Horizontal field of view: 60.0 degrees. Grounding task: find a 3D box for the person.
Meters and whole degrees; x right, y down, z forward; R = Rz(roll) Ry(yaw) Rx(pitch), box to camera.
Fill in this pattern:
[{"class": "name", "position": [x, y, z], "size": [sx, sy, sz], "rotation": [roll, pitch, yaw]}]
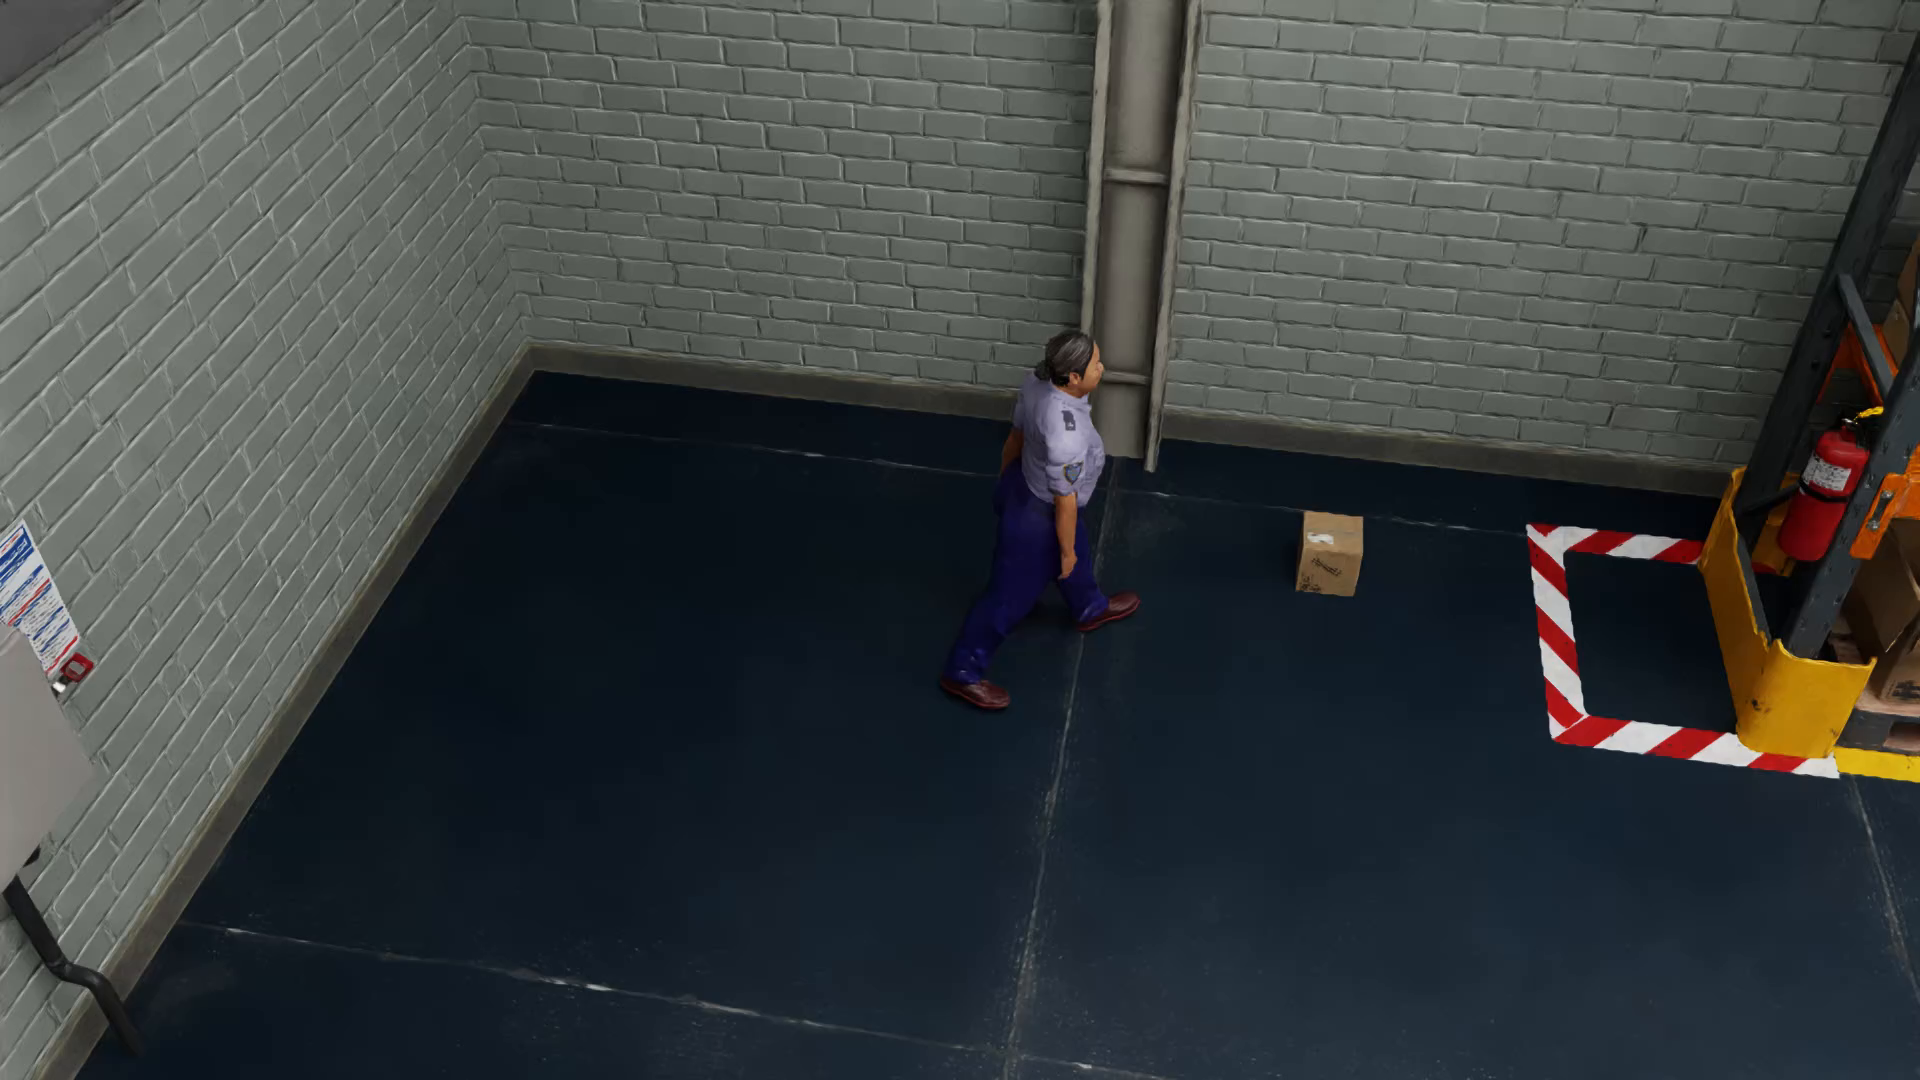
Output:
[{"class": "person", "position": [0.351, -0.105, 6.316], "size": [0.909, 1.584, 0.522], "rotation": [-7, 41, -8]}]
